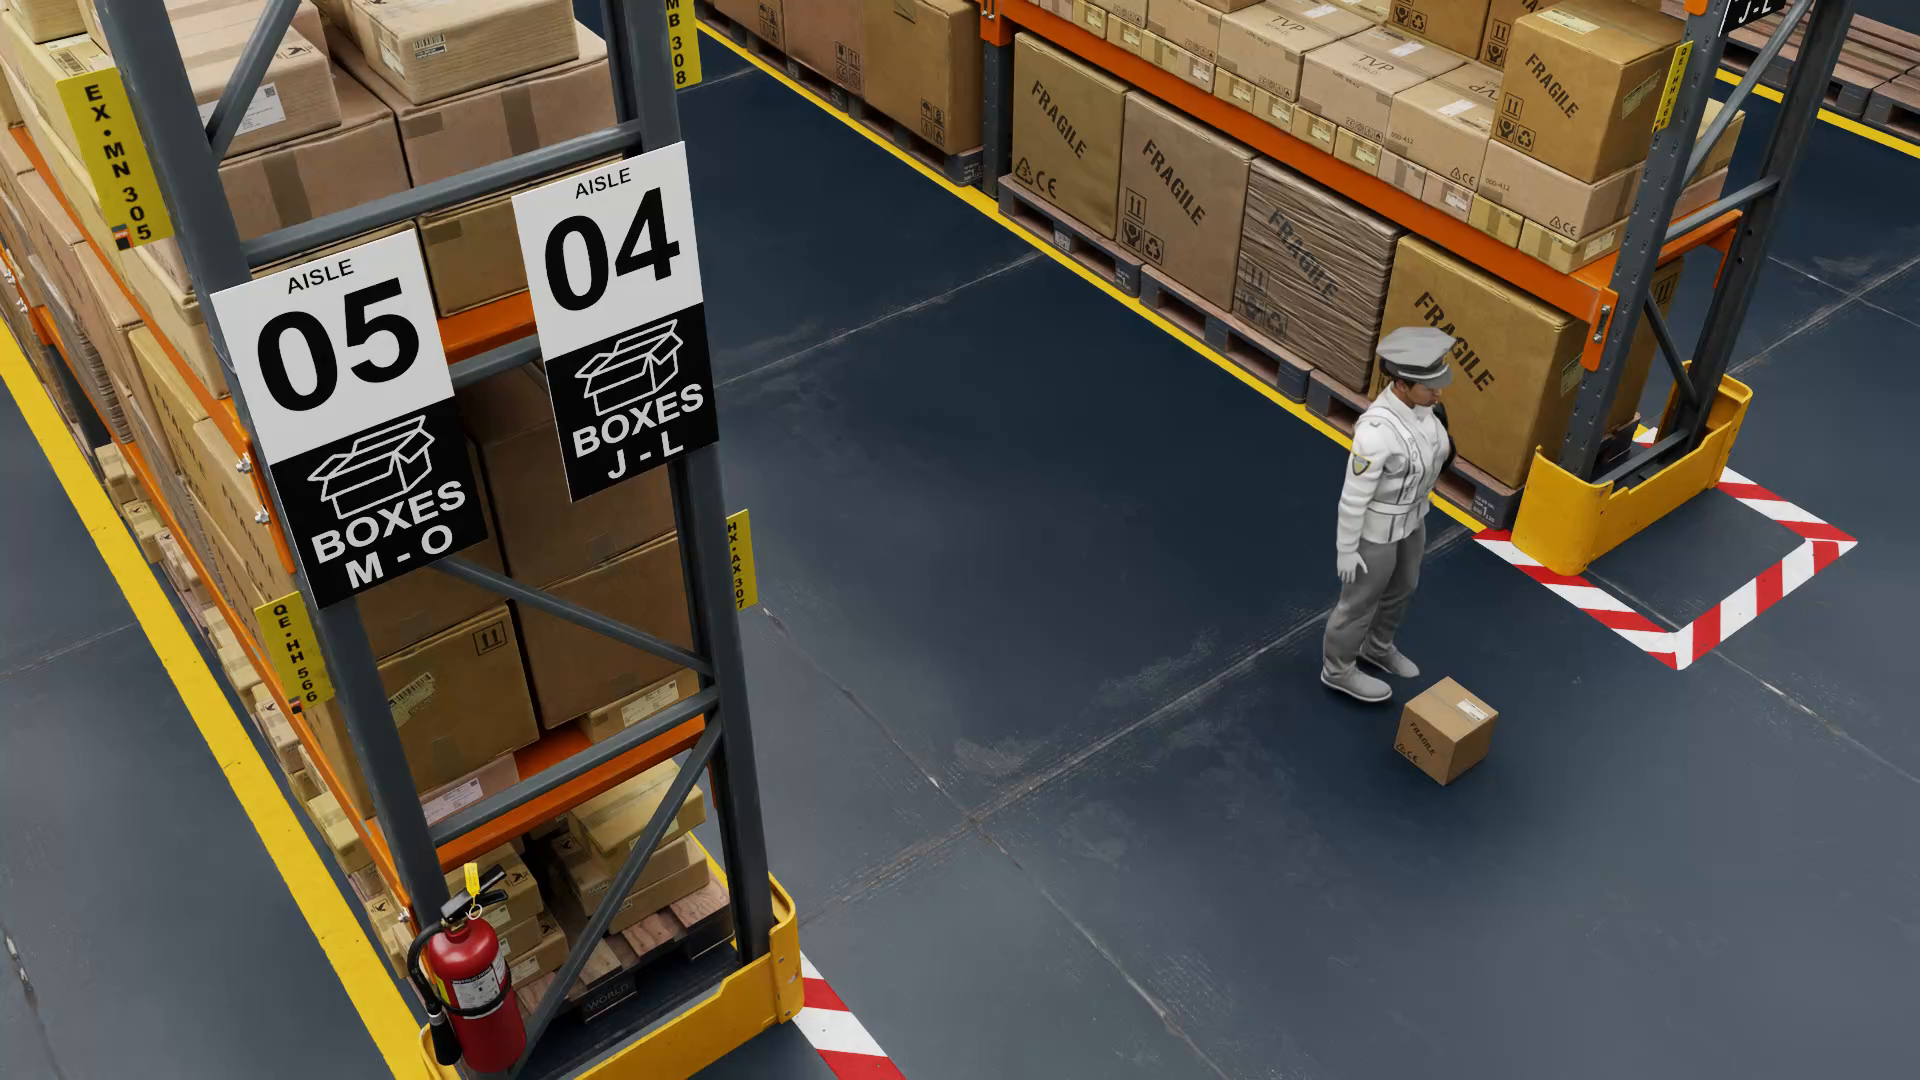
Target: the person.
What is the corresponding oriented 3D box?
[{"bbox_3d":[1.608,-0.036,6.214,0.377,1.727,0.520,26,47,27],"label":"person"}]
